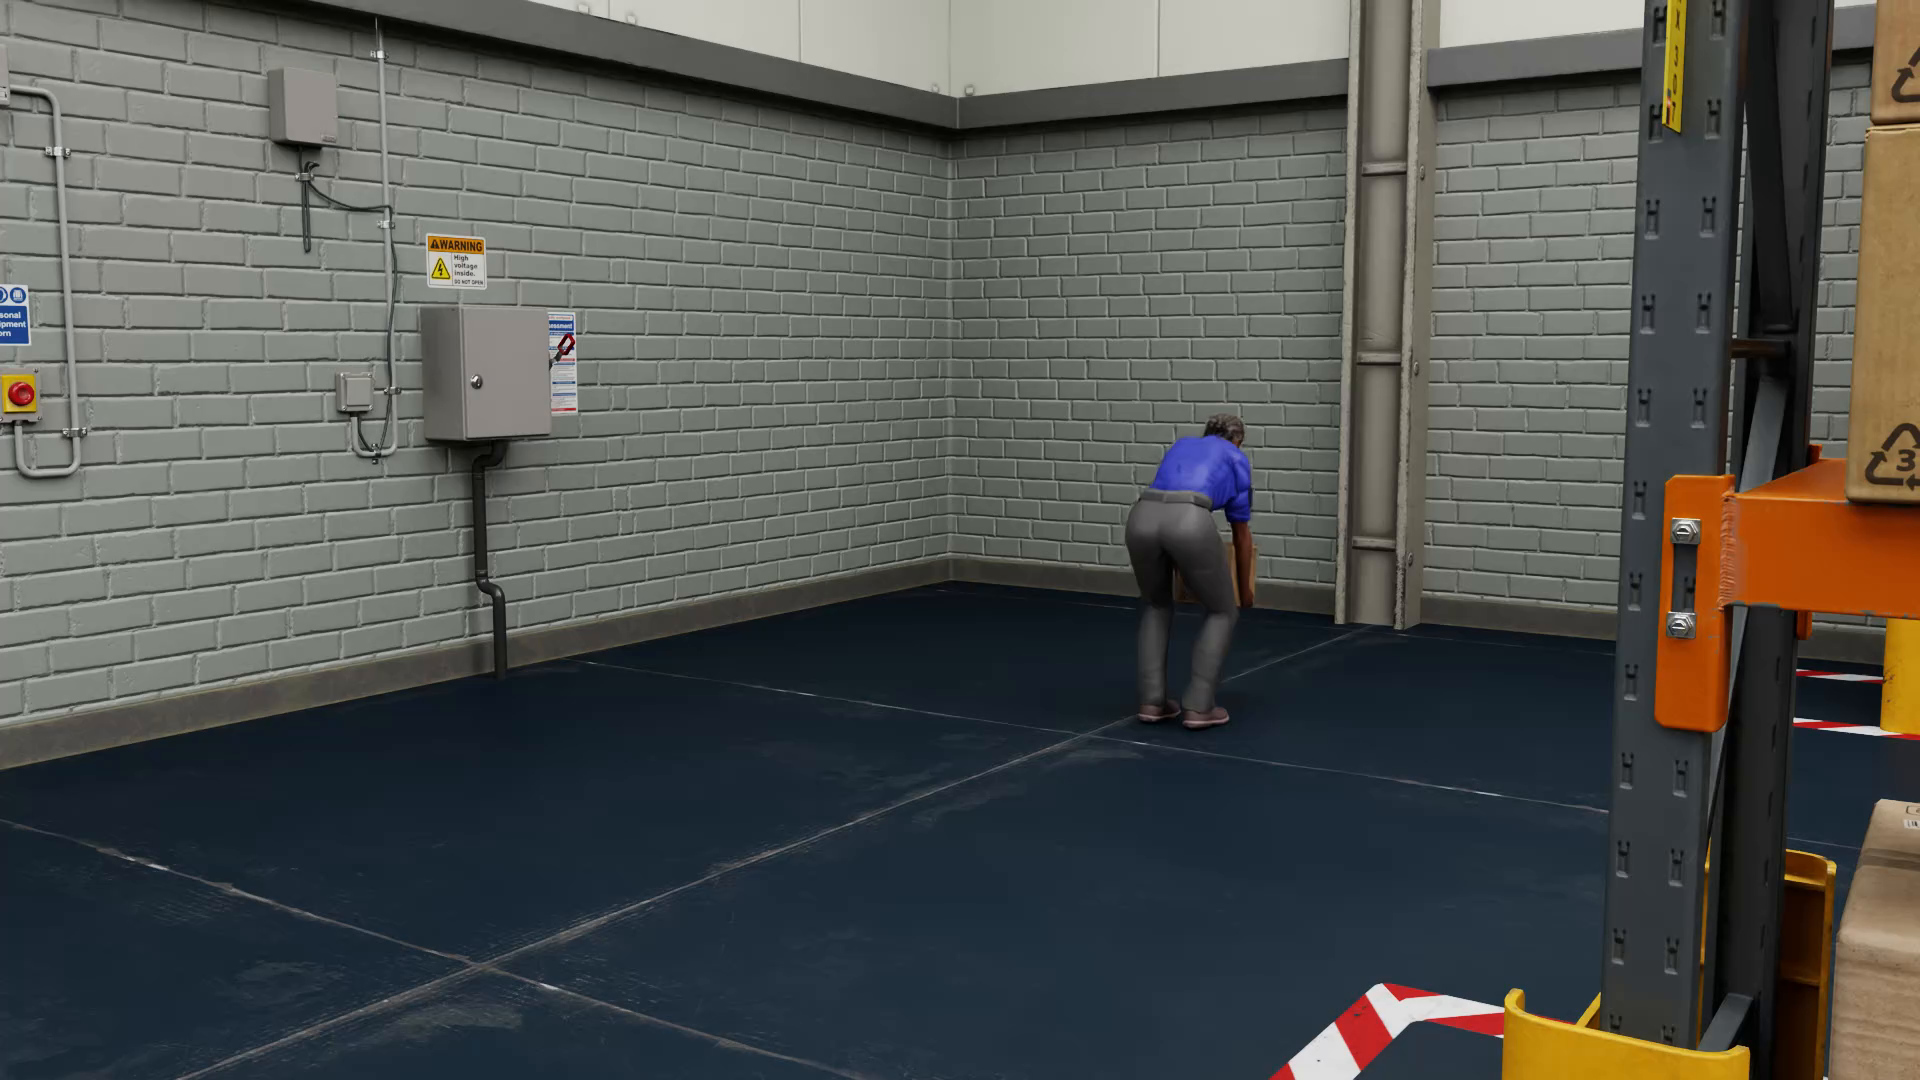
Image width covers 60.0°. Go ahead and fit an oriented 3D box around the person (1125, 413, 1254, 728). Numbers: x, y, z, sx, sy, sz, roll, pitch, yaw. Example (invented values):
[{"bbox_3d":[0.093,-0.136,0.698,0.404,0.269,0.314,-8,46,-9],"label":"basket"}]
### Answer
[{"bbox_3d":[0.972,0.114,6.853,0.418,1.253,0.813,4,8,32],"label":"person"}]
